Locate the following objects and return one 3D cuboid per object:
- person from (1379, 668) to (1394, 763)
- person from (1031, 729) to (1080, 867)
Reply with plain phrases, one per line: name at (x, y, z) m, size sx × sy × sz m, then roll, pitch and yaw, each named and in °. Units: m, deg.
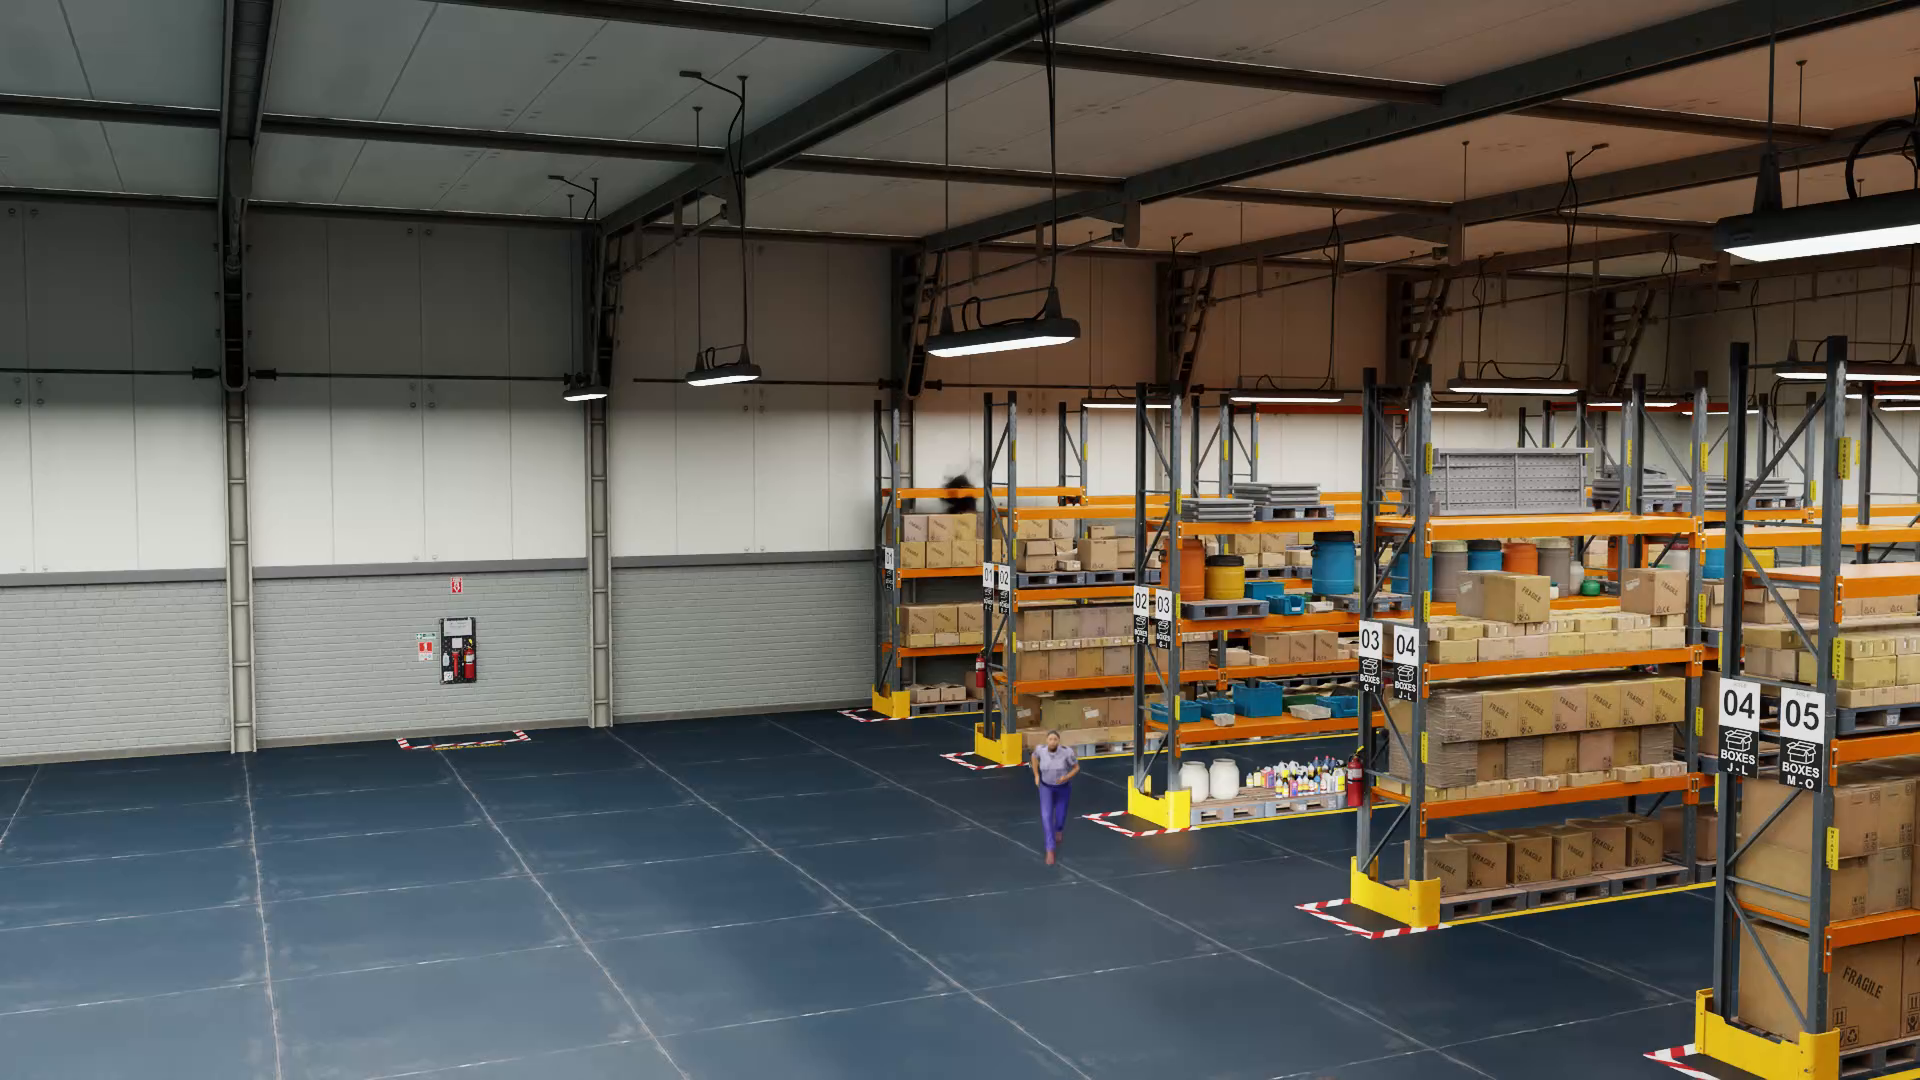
person at (6.938, 2.783, 27.021) m, size 0.667 × 1.672 × 0.558 m, roll -2°, pitch 4°, yaw -34°
person at (1.192, 3.154, 20.791) m, size 0.609 × 1.651 × 1.058 m, roll 0°, pitch 3°, yaw 4°
